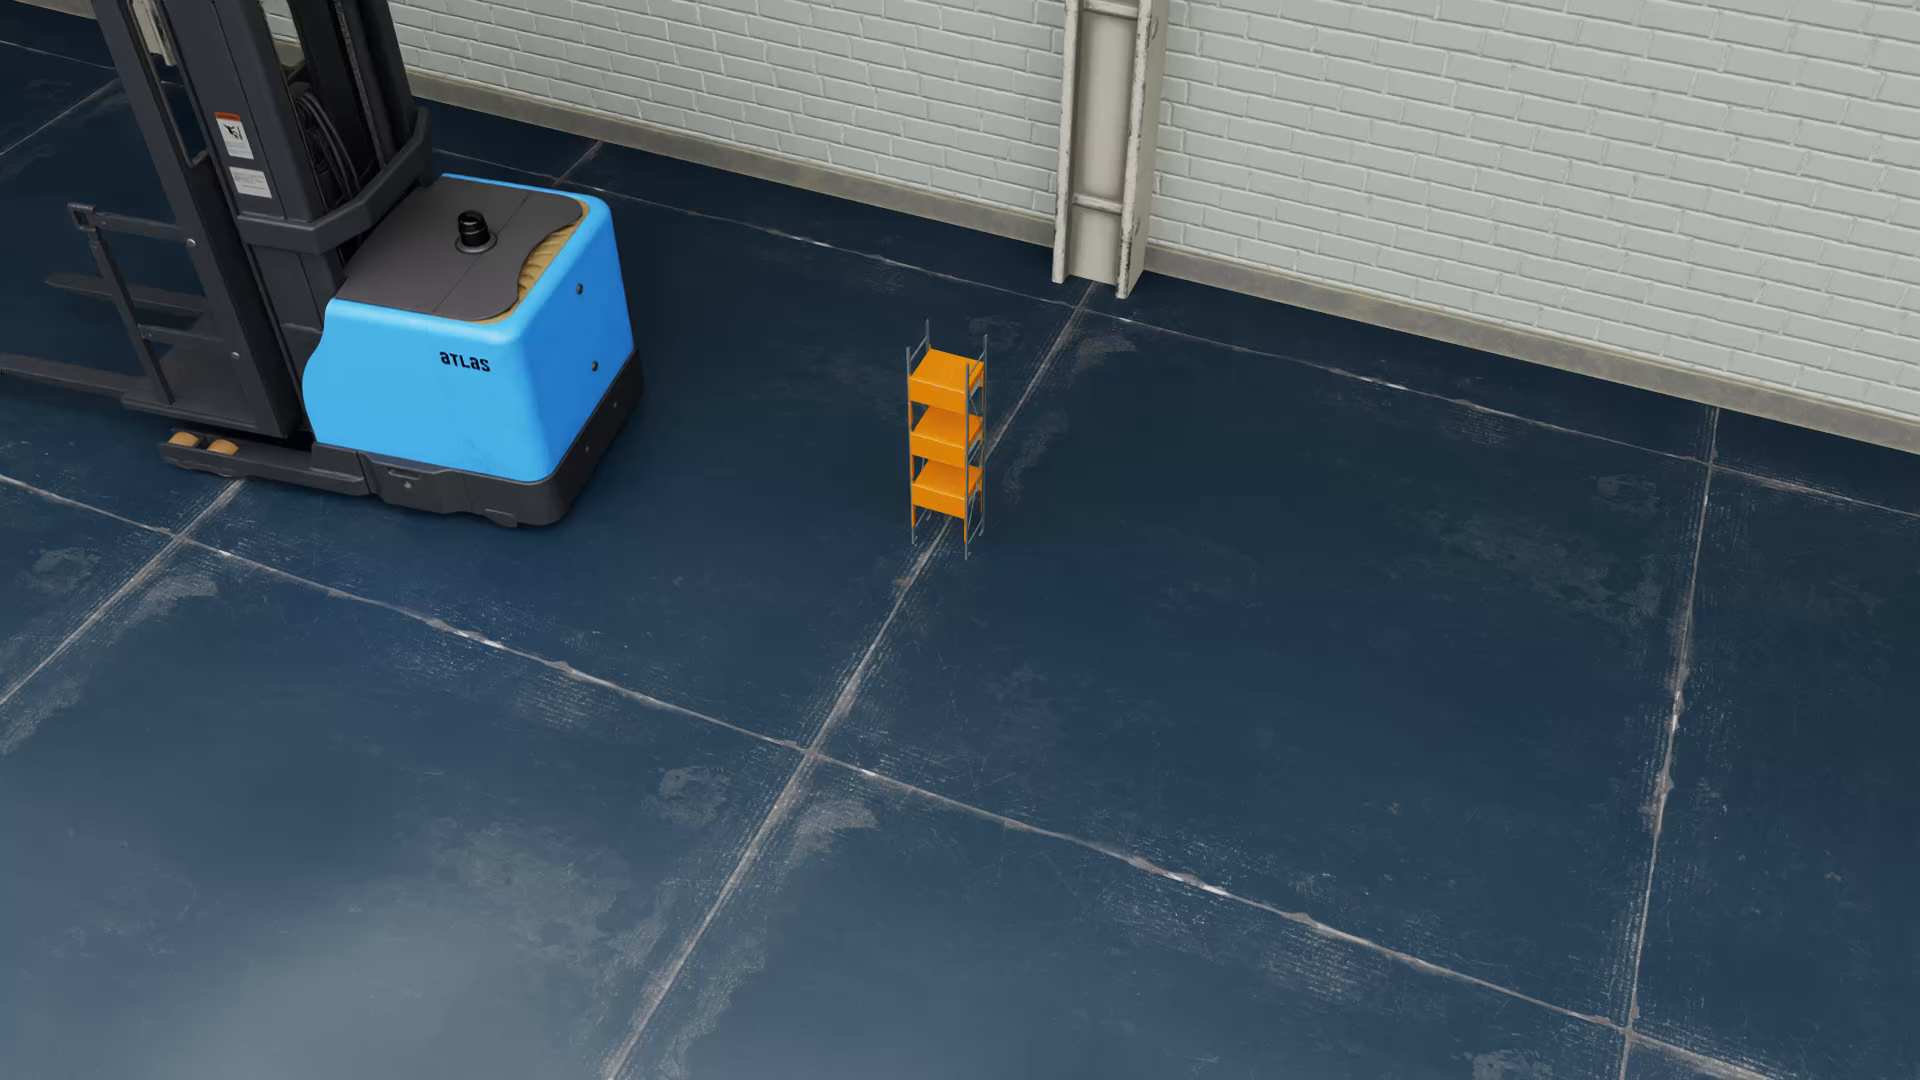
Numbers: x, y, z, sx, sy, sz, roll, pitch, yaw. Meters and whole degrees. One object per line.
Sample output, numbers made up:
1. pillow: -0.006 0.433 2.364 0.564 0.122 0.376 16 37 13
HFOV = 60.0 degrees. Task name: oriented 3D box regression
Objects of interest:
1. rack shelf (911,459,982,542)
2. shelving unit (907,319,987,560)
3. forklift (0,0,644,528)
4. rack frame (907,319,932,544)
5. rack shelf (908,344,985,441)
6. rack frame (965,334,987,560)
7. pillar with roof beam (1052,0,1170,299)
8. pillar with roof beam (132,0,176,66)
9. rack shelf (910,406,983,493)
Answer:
1. rack shelf: -0.049 -0.182 6.937 0.240 0.259 0.215 16 47 16
2. shelving unit: -0.049 -0.387 6.733 0.252 1.050 0.215 16 47 16
3. forklift: -3.036 -1.667 6.686 3.031 2.935 1.130 11 46 11
4. rack frame: -0.162 -0.420 6.767 0.008 1.050 0.200 16 47 16
5. rack shelf: -0.049 -0.580 6.541 0.240 0.259 0.215 16 47 16
6. rack frame: 0.063 -0.354 6.700 0.008 1.050 0.200 16 47 16
7. pillar with roof beam: -0.953 -1.743 2.461 0.400 9.000 9.100 16 47 16
8. pillar with roof beam: -6.491 -3.372 4.098 0.400 9.000 9.100 16 47 16
9. rack shelf: -0.049 -0.379 6.741 0.240 0.259 0.215 16 47 16
